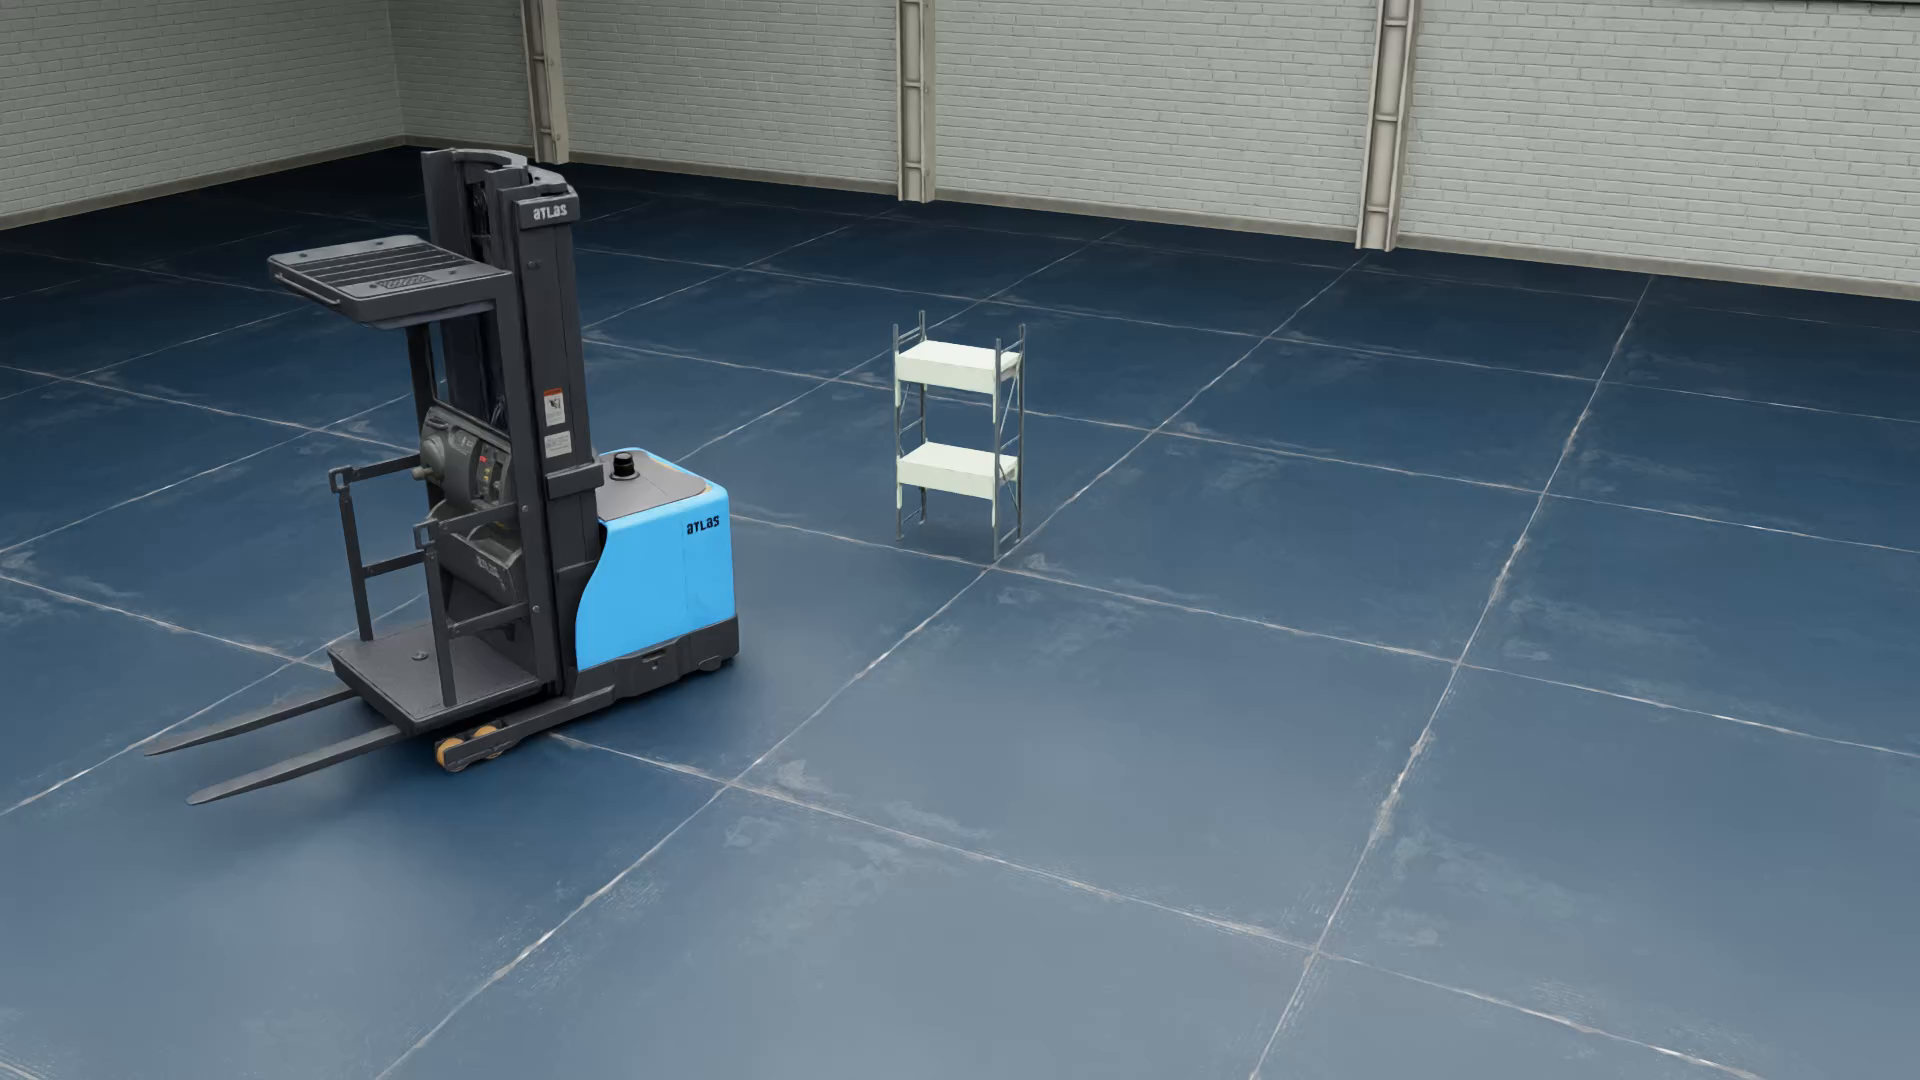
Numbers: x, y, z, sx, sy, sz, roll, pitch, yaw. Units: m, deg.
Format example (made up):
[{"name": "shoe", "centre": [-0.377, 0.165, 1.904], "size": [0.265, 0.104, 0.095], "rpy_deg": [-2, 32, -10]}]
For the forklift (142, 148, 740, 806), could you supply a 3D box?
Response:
[{"name": "forklift", "centre": [-2.700, -0.399, 8.443], "size": [3.031, 2.935, 1.130], "rpy_deg": [-19, 30, -38]}]

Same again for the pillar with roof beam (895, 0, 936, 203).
[{"name": "pillar with roof beam", "centre": [-2.503, -7.074, 16.385], "size": [0.400, 9.000, 9.100], "rpy_deg": [11, 25, 25]}]

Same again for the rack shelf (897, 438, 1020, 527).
[{"name": "rack shelf", "centre": [-0.006, -0.391, 11.087], "size": [0.720, 0.370, 0.431], "rpy_deg": [11, 25, 25]}]

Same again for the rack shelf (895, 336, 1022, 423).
[{"name": "rack shelf", "centre": [-0.006, -1.050, 10.807], "size": [0.720, 0.370, 0.431], "rpy_deg": [11, 25, 25]}]

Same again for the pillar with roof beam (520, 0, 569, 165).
[{"name": "pillar with roof beam", "centre": [-7.858, -8.133, 18.876], "size": [0.400, 9.000, 9.100], "rpy_deg": [11, 25, 25]}]

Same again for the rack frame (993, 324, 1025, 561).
[{"name": "rack frame", "centre": [0.321, -0.627, 10.807], "size": [0.023, 1.500, 0.400], "rpy_deg": [11, 25, 25]}]

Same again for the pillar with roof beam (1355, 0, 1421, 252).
[{"name": "pillar with roof beam", "centre": [2.851, -6.014, 13.893], "size": [0.400, 9.000, 9.100], "rpy_deg": [11, 25, 25]}]

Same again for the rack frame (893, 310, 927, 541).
[{"name": "rack frame", "centre": [-0.333, -0.756, 11.111], "size": [0.023, 1.500, 0.400], "rpy_deg": [11, 25, 25]}]

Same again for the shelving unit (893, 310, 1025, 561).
[{"name": "shelving unit", "centre": [-0.006, -0.691, 10.959], "size": [0.755, 1.500, 0.431], "rpy_deg": [11, 25, 25]}]
